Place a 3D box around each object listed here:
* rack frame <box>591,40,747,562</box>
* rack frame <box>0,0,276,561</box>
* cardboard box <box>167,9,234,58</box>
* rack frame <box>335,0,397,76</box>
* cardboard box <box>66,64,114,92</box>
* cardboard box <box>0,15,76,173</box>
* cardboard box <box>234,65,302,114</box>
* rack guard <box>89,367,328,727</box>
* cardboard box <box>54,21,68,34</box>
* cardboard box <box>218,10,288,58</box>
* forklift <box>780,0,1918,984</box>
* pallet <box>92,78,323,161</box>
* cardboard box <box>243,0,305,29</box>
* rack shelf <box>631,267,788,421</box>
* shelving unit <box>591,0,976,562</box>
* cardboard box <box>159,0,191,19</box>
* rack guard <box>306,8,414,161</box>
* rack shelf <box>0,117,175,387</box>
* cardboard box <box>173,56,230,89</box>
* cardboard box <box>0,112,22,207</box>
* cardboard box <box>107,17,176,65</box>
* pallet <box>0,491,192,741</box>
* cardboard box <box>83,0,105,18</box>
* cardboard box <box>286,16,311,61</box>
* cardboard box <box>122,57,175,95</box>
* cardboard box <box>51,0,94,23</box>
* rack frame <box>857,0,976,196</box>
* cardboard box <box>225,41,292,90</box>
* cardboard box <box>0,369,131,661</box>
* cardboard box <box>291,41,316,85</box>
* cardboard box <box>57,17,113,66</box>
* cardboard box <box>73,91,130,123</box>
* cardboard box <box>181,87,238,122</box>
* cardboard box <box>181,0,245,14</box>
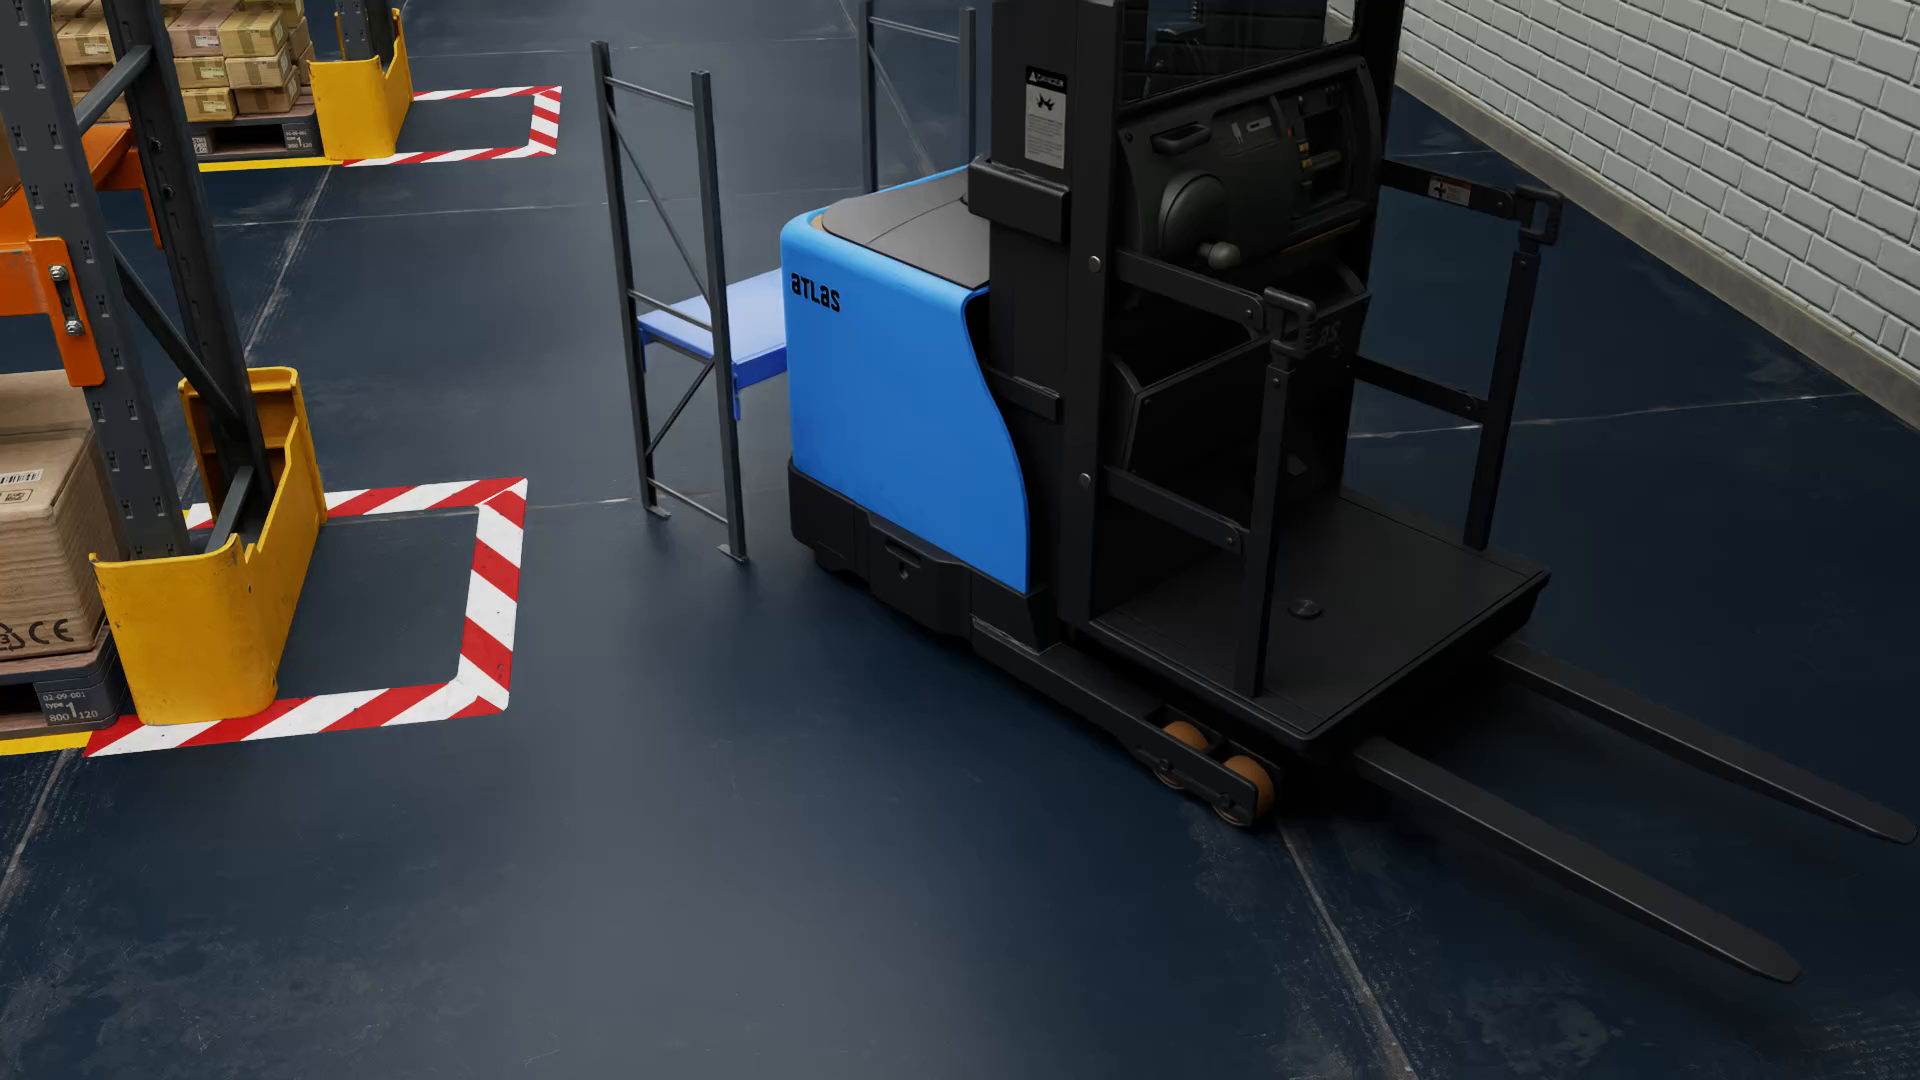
[{"bbox_3d":[-0.849,-0.672,4.913,0.500,1.500,0.032,26,39,37],"label":"rack frame"},{"bbox_3d":[-2.147,-1.098,4.158,0.127,3.000,1.000,-5,31,-9],"label":"rack frame"},{"bbox_3d":[-3.871,-2.596,8.518,0.250,0.149,0.380,-5,31,-8],"label":"cardboard box"},{"bbox_3d":[-3.138,-3.557,8.340,0.127,3.000,1.000,-5,31,-9],"label":"rack frame"},{"bbox_3d":[-4.399,-2.425,8.520,0.250,0.149,0.380,-6,31,-10],"label":"cardboard box"},{"bbox_3d":[-2.671,-1.240,4.302,0.500,0.500,0.500,-6,31,-9],"label":"cardboard box"},{"bbox_3d":[-3.618,-2.357,8.697,0.250,0.149,0.380,-5,31,-8],"label":"cardboard box"},{"bbox_3d":[-2.123,-0.023,4.795,0.348,0.500,1.175,-5,31,-9],"label":"rack guard"},{"bbox_3d":[-4.623,-2.465,8.294,0.250,0.149,0.380,-4,31,-7],"label":"cardboard box"},{"bbox_3d":[-3.613,-2.591,8.508,0.250,0.149,0.380,-5,31,-8],"label":"cardboard box"},{"bbox_3d":[0.855,-0.862,3.824,1.130,2.935,3.031,-26,39,-36],"label":"forklift"},{"bbox_3d":[-4.018,-2.291,8.938,1.213,0.211,1.003,-5,31,-9],"label":"pallet"},{"bbox_3d":[-3.715,-2.887,9.012,0.250,0.149,0.380,-7,31,-11],"label":"cardboard box"},{"bbox_3d":[-0.494,-0.701,5.318,0.538,0.185,1.000,26,39,37],"label":"rack shelf"},{"bbox_3d":[-0.494,-0.856,5.227,0.538,1.500,1.048,26,39,37],"label":"shelving unit"},{"bbox_3d":[-4.235,-2.843,8.936,0.250,0.149,0.380,-5,31,-9],"label":"cardboard box"},{"bbox_3d":[-3.213,-2.472,8.961,0.348,0.500,1.175,-5,31,-9],"label":"rack guard"},{"bbox_3d":[-4.114,-0.605,4.030,4.000,0.370,1.077,-5,31,-9],"label":"rack shelf"},{"bbox_3d":[-3.873,-2.450,8.562,0.250,0.149,0.380,-6,31,-10],"label":"cardboard box"},{"bbox_3d":[-2.574,-0.965,3.833,0.500,0.500,0.500,-5,31,-9],"label":"cardboard box"},{"bbox_3d":[-4.102,-2.509,8.370,0.250,0.149,0.380,-6,31,-10],"label":"cardboard box"},{"bbox_3d":[-2.919,0.216,4.674,1.213,0.211,1.003,-5,31,-9],"label":"pallet"},{"bbox_3d":[-4.464,-2.779,8.828,0.250,0.149,0.380,-7,31,-11],"label":"cardboard box"},{"bbox_3d":[-3.700,-2.717,9.017,0.250,0.149,0.380,-4,31,-7],"label":"cardboard box"},{"bbox_3d":[-4.117,-2.398,8.474,0.250,0.149,0.380,-7,31,-11],"label":"cardboard box"},{"bbox_3d":[-4.739,-2.758,8.793,0.250,0.149,0.380,-4,31,-7],"label":"cardboard box"},{"bbox_3d":[-0.140,-1.041,5.540,0.500,1.500,0.032,26,39,37],"label":"rack frame"},{"bbox_3d":[-3.606,-2.447,8.556,0.250,0.149,0.380,-6,31,-10],"label":"cardboard box"},{"bbox_3d":[-2.778,-0.064,4.514,0.875,0.438,0.875,-6,31,-11],"label":"cardboard box"},{"bbox_3d":[-3.711,-2.621,9.146,0.250,0.149,0.380,-5,31,-8],"label":"cardboard box"},{"bbox_3d":[-4.369,-2.517,8.383,0.250,0.149,0.380,-7,31,-11],"label":"cardboard box"},{"bbox_3d":[-4.369,-2.273,8.554,0.250,0.149,0.380,-5,31,-8],"label":"cardboard box"},{"bbox_3d":[-3.853,-2.283,8.571,0.250,0.149,0.380,-4,31,-7],"label":"cardboard box"},{"bbox_3d":[-3.964,-2.802,8.867,0.250,0.149,0.380,-5,31,-8],"label":"cardboard box"}]
